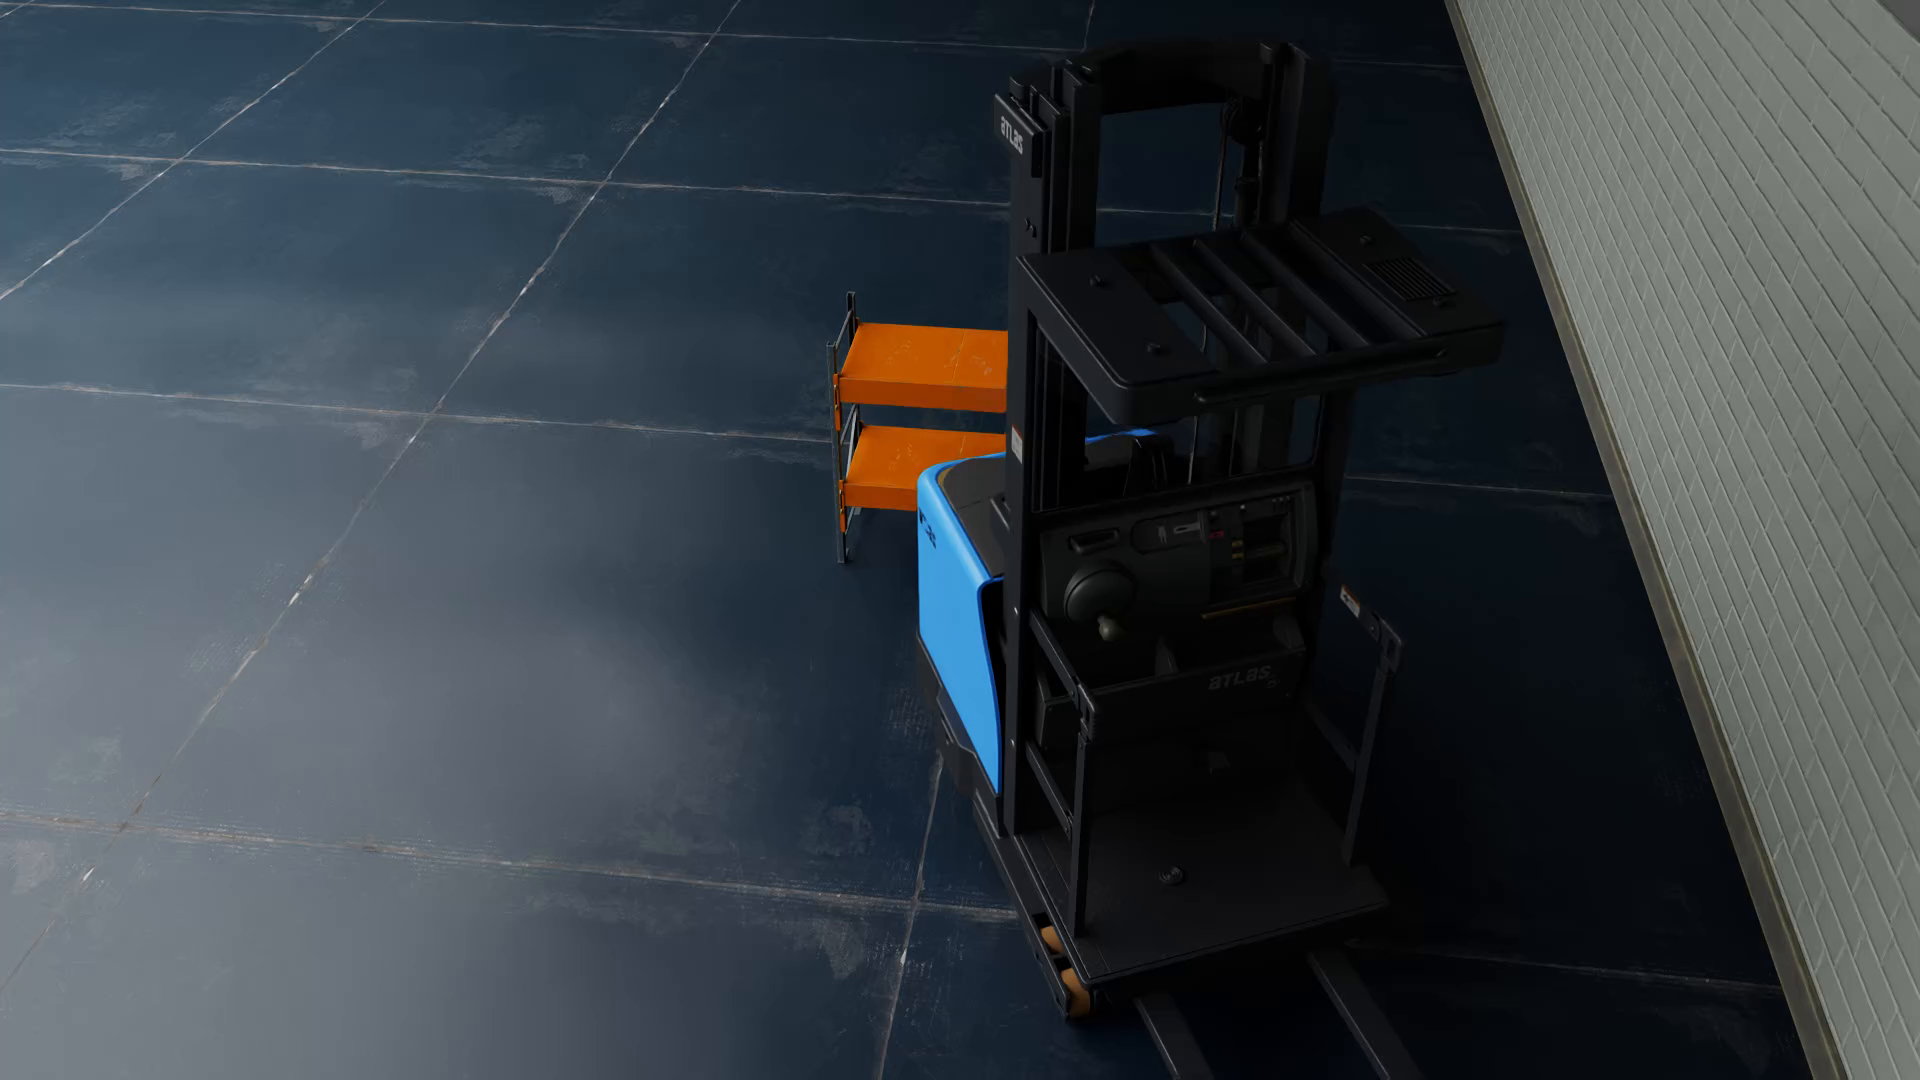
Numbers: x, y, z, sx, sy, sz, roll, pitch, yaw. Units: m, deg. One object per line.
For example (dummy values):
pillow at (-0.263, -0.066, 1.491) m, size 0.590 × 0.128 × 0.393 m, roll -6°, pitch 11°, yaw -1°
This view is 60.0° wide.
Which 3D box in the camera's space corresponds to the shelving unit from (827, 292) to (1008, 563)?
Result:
shelving unit at (-0.007, -0.458, 7.424) m, size 1.048 × 1.125 × 0.538 m, roll 4°, pitch 36°, yaw 6°

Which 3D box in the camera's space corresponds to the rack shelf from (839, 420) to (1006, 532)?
rack shelf at (-0.007, -0.259, 7.566) m, size 1.000 × 0.278 × 0.538 m, roll 4°, pitch 36°, yaw 6°

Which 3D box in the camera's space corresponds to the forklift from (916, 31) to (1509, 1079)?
forklift at (0.760, 0.128, 5.048) m, size 1.130 × 2.935 × 3.031 m, roll -11°, pitch 37°, yaw -15°

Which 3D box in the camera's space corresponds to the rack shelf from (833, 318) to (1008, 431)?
rack shelf at (-0.007, -0.697, 7.254) m, size 1.000 × 0.278 × 0.538 m, roll 4°, pitch 36°, yaw 6°

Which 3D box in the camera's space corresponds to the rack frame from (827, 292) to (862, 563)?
rack frame at (-0.511, -0.496, 7.477) m, size 0.032 × 1.125 × 0.500 m, roll 4°, pitch 36°, yaw 6°
